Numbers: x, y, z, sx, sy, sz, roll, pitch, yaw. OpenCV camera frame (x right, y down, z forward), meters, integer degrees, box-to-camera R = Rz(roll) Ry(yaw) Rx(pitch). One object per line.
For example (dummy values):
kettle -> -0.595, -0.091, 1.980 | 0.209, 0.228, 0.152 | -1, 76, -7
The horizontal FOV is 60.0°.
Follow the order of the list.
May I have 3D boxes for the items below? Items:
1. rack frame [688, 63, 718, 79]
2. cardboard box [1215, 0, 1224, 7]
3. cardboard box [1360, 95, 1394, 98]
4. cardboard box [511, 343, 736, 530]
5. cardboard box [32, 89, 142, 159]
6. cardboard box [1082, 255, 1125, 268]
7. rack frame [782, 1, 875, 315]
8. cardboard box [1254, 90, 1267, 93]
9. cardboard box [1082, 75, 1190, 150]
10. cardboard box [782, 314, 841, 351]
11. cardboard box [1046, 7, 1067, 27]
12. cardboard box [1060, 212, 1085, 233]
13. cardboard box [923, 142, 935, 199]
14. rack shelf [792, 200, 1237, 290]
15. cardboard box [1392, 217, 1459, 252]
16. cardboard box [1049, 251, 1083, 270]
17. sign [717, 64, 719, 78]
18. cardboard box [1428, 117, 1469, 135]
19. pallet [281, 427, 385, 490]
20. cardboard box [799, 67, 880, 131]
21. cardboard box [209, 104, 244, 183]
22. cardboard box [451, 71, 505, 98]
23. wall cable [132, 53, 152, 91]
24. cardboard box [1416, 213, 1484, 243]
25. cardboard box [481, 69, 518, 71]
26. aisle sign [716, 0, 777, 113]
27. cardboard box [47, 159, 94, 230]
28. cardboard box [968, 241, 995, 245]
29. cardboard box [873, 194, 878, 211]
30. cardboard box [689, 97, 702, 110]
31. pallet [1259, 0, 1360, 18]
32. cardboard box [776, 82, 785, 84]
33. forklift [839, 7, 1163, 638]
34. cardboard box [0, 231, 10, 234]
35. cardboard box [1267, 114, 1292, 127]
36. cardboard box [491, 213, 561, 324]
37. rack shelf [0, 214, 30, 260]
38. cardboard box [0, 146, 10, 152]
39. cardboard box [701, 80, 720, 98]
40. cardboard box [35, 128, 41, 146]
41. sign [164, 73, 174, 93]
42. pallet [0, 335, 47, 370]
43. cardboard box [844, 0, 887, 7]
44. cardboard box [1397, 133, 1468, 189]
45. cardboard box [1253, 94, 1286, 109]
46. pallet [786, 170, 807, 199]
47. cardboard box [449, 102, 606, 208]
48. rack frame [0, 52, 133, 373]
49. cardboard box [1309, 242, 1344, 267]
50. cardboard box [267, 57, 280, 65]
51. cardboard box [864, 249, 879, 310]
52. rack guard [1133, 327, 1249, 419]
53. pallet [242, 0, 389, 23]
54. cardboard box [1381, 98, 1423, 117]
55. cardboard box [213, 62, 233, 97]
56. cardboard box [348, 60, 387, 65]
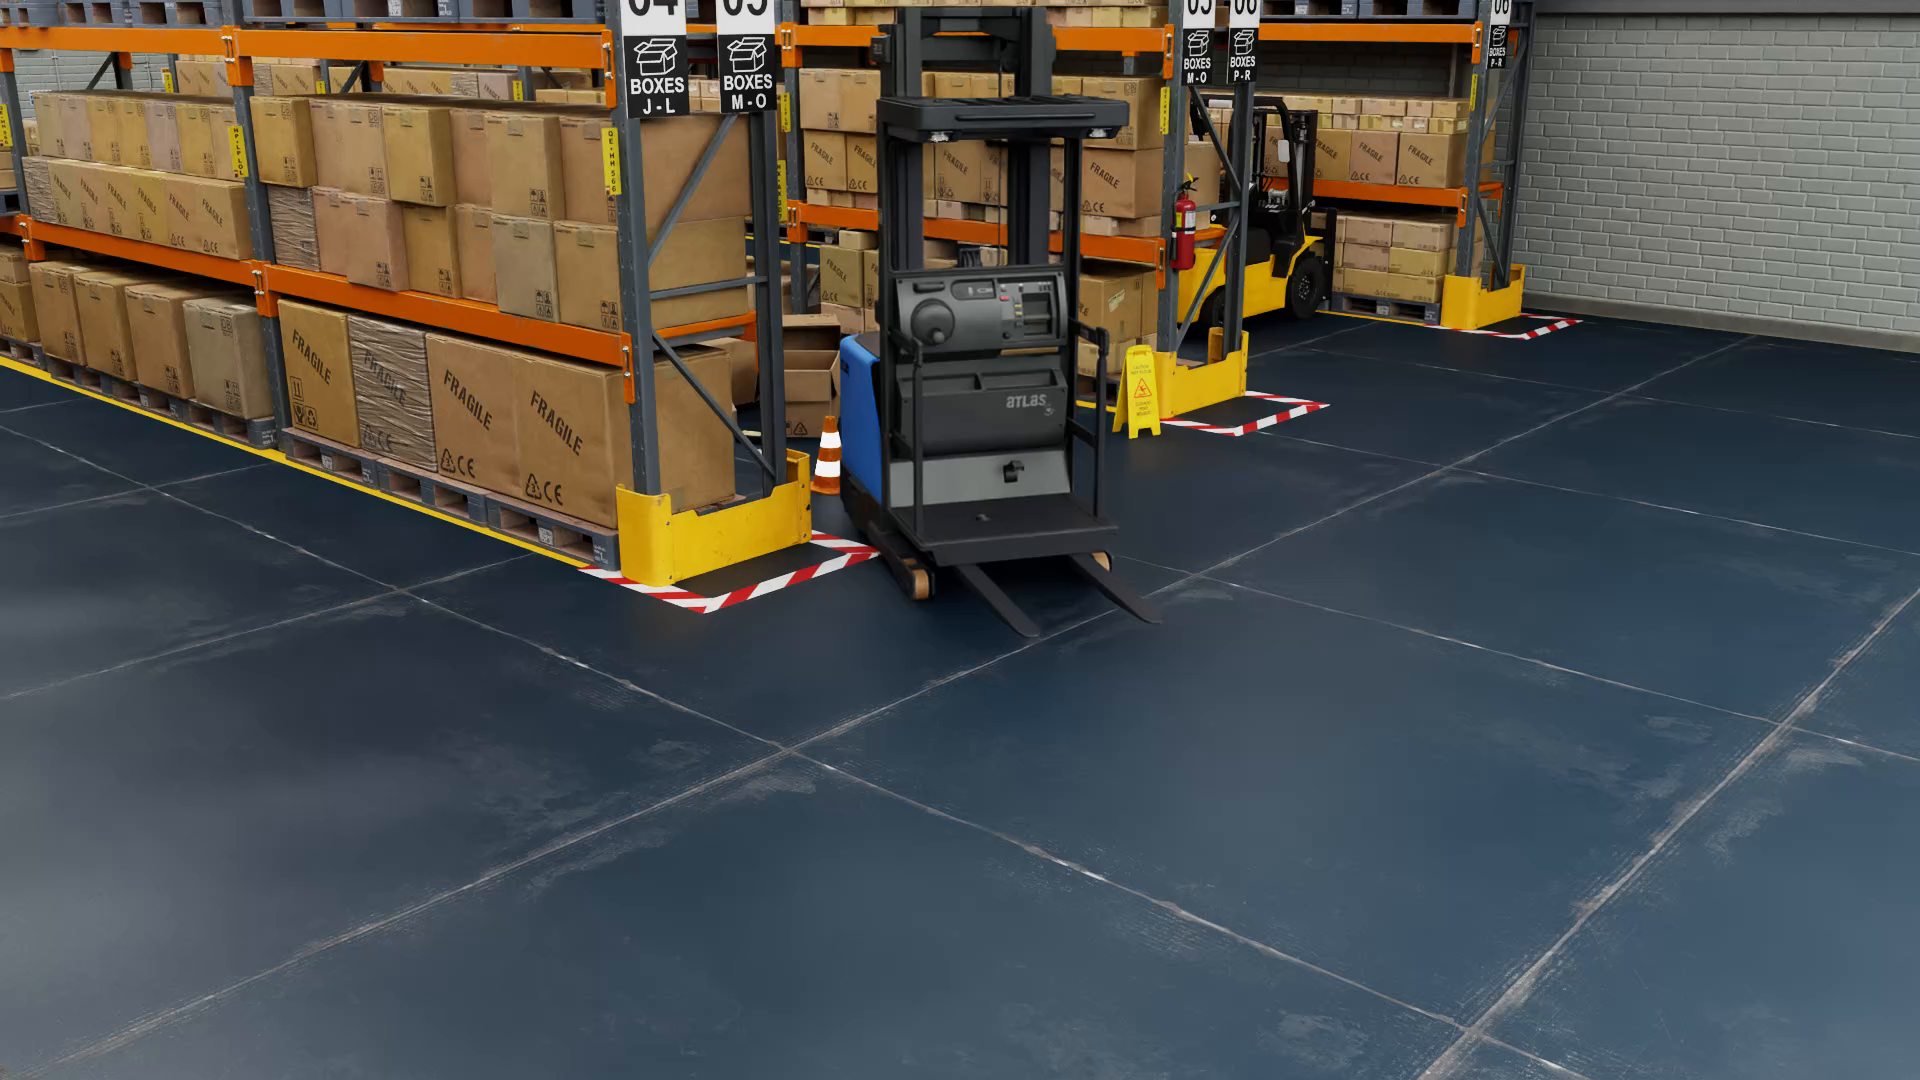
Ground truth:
rack frame -> -3.838, -6.016, 23.610 | 0.127, 3.000, 1.000 | 15, 23, 39
cardboard box -> 1.646, -4.144, 12.509 | 0.500, 0.250, 0.500 | 15, 23, 38
cardboard box -> 4.259, -4.432, 16.887 | 0.250, 0.149, 0.380 | 16, 24, 41
cardboard box -> -1.916, -0.652, 9.524 | 0.875, 0.875, 0.875 | 15, 23, 40
cardboard box -> -7.019, -3.381, 13.488 | 0.500, 0.500, 0.700 | 15, 23, 39
cardboard box -> 1.013, -2.063, 13.766 | 0.500, 0.500, 0.500 | 14, 22, 37
rack frame -> -1.147, -3.286, 15.008 | 0.127, 3.000, 1.000 | 15, 23, 39
cardboard box -> 3.180, -4.767, 17.944 | 0.250, 0.149, 0.380 | 14, 23, 38
cardboard box -> 1.318, -3.202, 12.433 | 0.500, 0.500, 0.700 | 14, 23, 38
cardboard box -> -1.248, -1.573, 13.738 | 0.500, 0.500, 0.500 | -3, 18, -8
cardboard box -> 0.863, -3.971, 12.622 | 0.250, 0.149, 0.380 | 15, 23, 40
cardboard box -> 0.983, -2.472, 12.858 | 0.250, 0.149, 0.380 | 15, 23, 38
cardboard box -> -0.245, -3.125, 13.843 | 0.500, 0.500, 0.500 | 15, 23, 39
rack shelf -> 0.349, -2.542, 13.851 | 4.000, 0.370, 1.077 | 15, 23, 39
cardboard box -> 4.586, -2.995, 16.288 | 0.500, 0.250, 0.500 | 16, 24, 41
cardboard box -> 0.754, -2.200, 13.123 | 0.250, 0.149, 0.380 | 16, 24, 41
sign -> -3.472, -6.694, 23.833 | 0.005, 0.325, 0.100 | 15, 23, 39
cardboard box -> 4.692, -3.970, 15.924 | 0.250, 0.149, 0.380 | 15, 23, 40
pallet -> -3.840, -0.647, 11.300 | 1.213, 0.211, 1.003 | 15, 23, 39
cardboard box -> -0.961, -3.815, 14.363 | 0.500, 0.500, 0.700 | 15, 23, 39
cardboard box -> -4.732, -2.769, 11.558 | 0.500, 0.500, 0.700 | 15, 23, 38
cardboard box -> -5.088, -4.759, 17.831 | 0.500, 0.500, 0.500 | 16, 23, 40
wall cable -> -13.422, -7.630, 27.015 | 0.122, 1.984, 0.588 | 15, 23, 39
cardboard box -> 4.903, -3.112, 16.658 | 0.500, 0.250, 0.500 | 15, 23, 38
cardboard box -> -5.099, -4.973, 18.504 | 0.500, 0.500, 0.500 | 16, 24, 41
aisle sign -> -1.113, -2.636, 8.660 | 0.004, 0.787, 0.394 | 15, 23, 39
cardboard box -> -6.810, -2.744, 13.134 | 0.500, 0.500, 0.500 | 15, 23, 39
cardboard box -> 0.609, -3.889, 20.137 | 0.625, 0.625, 0.875 | 14, 22, 37
cardboard box -> -0.520, -2.888, 14.167 | 0.250, 0.149, 0.380 | 16, 24, 41
cardboard box -> -2.398, -3.921, 15.656 | 0.500, 0.500, 0.500 | 16, 24, 41
pallet -> 3.709, -5.387, 16.815 | 1.213, 0.211, 1.003 | 15, 23, 39
cardboard box -> -2.650, -5.855, 22.242 | 0.500, 0.500, 0.700 | 15, 23, 39
forklift -> 0.182, -1.215, 8.596 | 1.130, 2.935, 3.031 | -5, 18, -16
cardboard box -> -8.835, -2.817, 15.727 | 0.500, 0.250, 0.500 | 14, 22, 37
cardboard box -> 3.353, -4.328, 17.054 | 0.250, 0.149, 0.380 | 14, 23, 38
cardboard box -> -2.098, -1.584, 9.396 | 0.550, 0.550, 0.875 | 15, 23, 39
rack shelf -> -8.844, -3.008, 15.320 | 4.000, 0.370, 1.077 | 15, 23, 39
cardboard box -> -8.019, -3.308, 13.813 | 0.250, 0.149, 0.380 | 14, 22, 37
cardboard box -> -2.166, -4.162, 15.344 | 0.250, 0.149, 0.380 | 14, 22, 38
cardboard box -> -7.768, -3.503, 14.429 | 0.250, 0.149, 0.380 | 14, 23, 38
sign -> -10.495, -6.022, 22.065 | 0.005, 0.325, 0.100 | 15, 23, 39
pallet -> -7.932, -1.777, 14.863 | 1.213, 0.211, 1.003 | 15, 23, 39
cardboard box -> -0.607, -4.535, 13.738 | 0.500, 0.250, 0.500 | 15, 23, 39
cardboard box -> 4.595, -3.694, 16.127 | 0.500, 0.500, 0.500 | 14, 23, 38
cardboard box -> 3.203, -4.537, 17.219 | 0.250, 0.149, 0.380 | 15, 23, 39
pallet -> -1.622, -3.381, 15.624 | 1.213, 0.211, 1.003 | 15, 23, 39
cardboard box -> -2.418, -2.245, 9.694 | 0.550, 0.550, 0.875 | 15, 23, 39
rack frame -> -7.348, -2.949, 13.946 | 0.127, 3.000, 1.000 | 15, 23, 39
cardboard box -> 3.798, -2.964, 17.017 | 0.500, 0.250, 0.500 | 14, 23, 38
cardboard box -> -8.289, -5.934, 20.462 | 0.250, 0.149, 0.380 | 15, 23, 39
cardboard box -> -0.476, -2.249, 14.351 | 0.500, 0.500, 0.500 | 16, 24, 41
rack guard -> 1.788, -1.307, 12.903 | 0.348, 0.500, 1.175 | 15, 23, 39
pallet -> -3.752, -3.367, 10.450 | 1.213, 0.211, 1.003 | 15, 23, 39
cardboard box -> 4.311, -4.219, 16.216 | 0.250, 0.149, 0.380 | 16, 23, 40
cardboard box -> -9.171, -5.855, 21.285 | 0.500, 0.500, 0.500 | 15, 23, 39
cardboard box -> -7.194, -5.848, 20.189 | 0.250, 0.149, 0.380 | 15, 23, 38
